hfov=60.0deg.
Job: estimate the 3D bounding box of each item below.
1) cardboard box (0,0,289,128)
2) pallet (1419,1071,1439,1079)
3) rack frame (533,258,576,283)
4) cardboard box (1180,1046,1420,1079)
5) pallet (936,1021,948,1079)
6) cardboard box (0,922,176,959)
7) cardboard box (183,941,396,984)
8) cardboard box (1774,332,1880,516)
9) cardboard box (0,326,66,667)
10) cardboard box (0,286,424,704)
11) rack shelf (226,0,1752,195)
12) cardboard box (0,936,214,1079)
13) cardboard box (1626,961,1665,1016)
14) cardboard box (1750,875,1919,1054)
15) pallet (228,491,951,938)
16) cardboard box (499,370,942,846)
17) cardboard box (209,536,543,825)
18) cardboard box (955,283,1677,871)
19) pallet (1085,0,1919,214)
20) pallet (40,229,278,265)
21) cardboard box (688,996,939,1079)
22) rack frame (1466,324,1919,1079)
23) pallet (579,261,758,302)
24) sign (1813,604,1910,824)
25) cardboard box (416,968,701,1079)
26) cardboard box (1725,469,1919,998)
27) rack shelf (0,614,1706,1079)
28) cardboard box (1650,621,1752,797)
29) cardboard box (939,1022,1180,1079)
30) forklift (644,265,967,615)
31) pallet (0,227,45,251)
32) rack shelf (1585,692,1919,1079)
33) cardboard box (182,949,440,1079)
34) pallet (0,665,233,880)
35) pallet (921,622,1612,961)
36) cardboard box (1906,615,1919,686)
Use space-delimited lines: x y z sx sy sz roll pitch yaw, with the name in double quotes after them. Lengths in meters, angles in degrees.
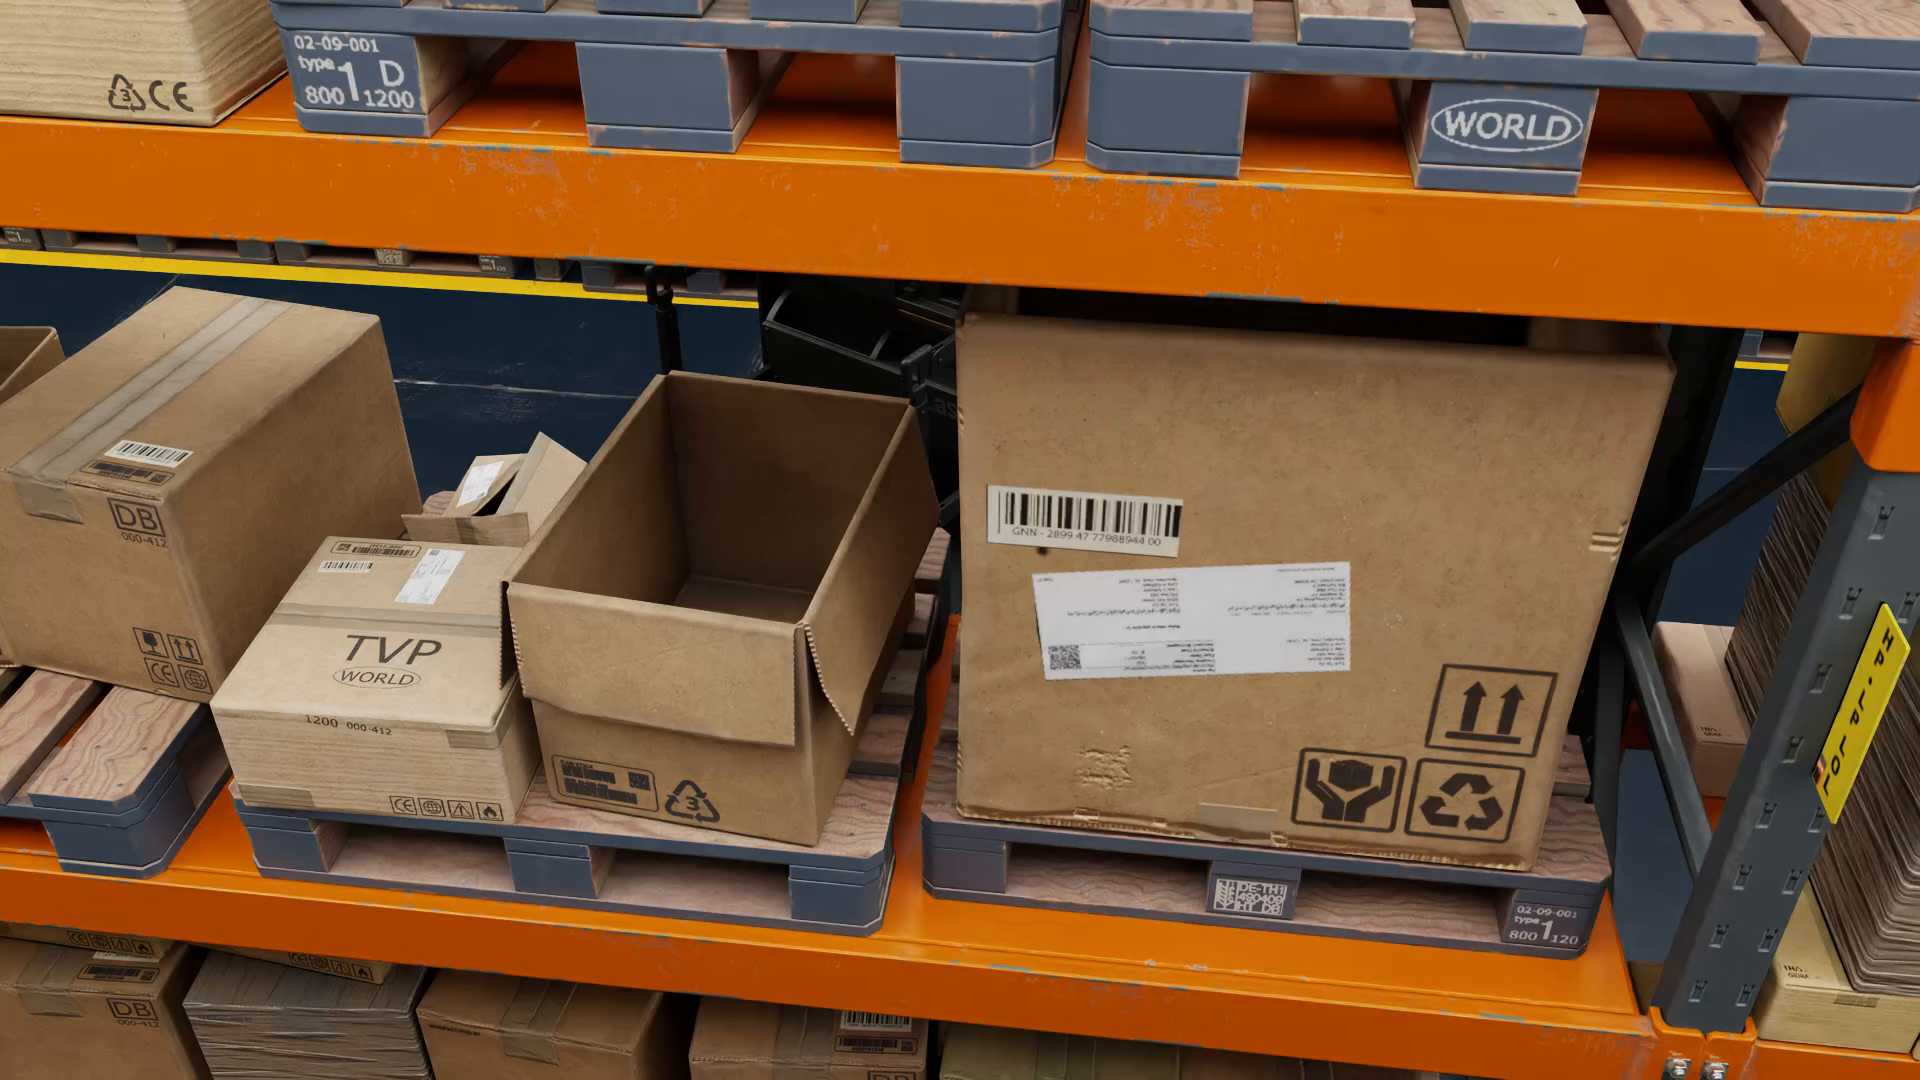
-1.190 -0.806 2.344 0.500 0.250 0.500 5 36 7 "cardboard box"
0.551 1.476 4.000 1.213 0.211 1.003 4 36 6 "pallet"
-1.912 -2.748 7.519 0.127 3.000 1.000 4 36 6 "rack frame"
0.717 1.178 3.790 0.500 0.500 0.700 2 36 2 "cardboard box"
-0.662 1.387 4.124 1.213 0.211 1.003 4 36 6 "pallet"
-1.975 0.667 3.860 0.500 0.250 0.500 6 36 8 "cardboard box"
-1.448 0.701 3.814 0.500 0.250 0.500 8 36 11 "cardboard box"
1.805 -0.296 2.880 0.500 0.500 0.500 4 36 6 "cardboard box"
-2.103 -0.093 3.350 0.500 0.500 0.500 0 36 0 "cardboard box"
-1.537 -0.109 3.373 0.500 0.500 0.700 9 37 13 "cardboard box"
-0.660 -0.787 2.578 3.809 0.052 0.919 4 36 6 "rack shelf"
-1.977 0.978 4.070 0.500 0.500 0.700 2 36 3 "cardboard box"
1.715 1.297 3.641 0.500 0.500 0.500 3 36 5 "cardboard box"
1.499 0.689 2.918 0.250 0.149 0.380 4 36 6 "cardboard box"
-0.675 0.303 3.409 1.213 0.211 1.003 4 36 6 "pallet"
-0.407 0.110 3.063 0.637 0.503 0.797 8 36 11 "cardboard box"
-1.011 0.249 3.087 0.500 0.250 0.500 3 36 5 "cardboard box"
0.554 -0.157 3.009 1.000 1.000 1.000 4 36 6 "cardboard box"
0.725 -0.854 2.444 1.003 0.211 1.213 4 36 6 "pallet"
-3.893 -1.764 8.540 1.213 0.211 1.003 4 36 6 "pallet"
-0.308 1.091 3.912 0.500 0.500 0.700 1 36 2 "cardboard box"
1.324 0.398 3.110 0.127 3.000 1.000 4 36 6 "rack frame"
-1.139 -1.512 8.186 1.213 0.211 1.003 4 36 6 "pallet"
1.257 0.247 2.326 0.005 0.325 0.100 4 36 6 "sign"
-0.862 1.050 3.970 0.500 0.500 0.700 7 36 10 "cardboard box"
1.762 0.305 2.898 0.500 0.500 0.875 4 36 6 "cardboard box"
-0.660 0.543 3.527 4.000 0.370 1.077 4 36 6 "rack shelf"
1.574 0.347 3.398 0.250 0.149 0.380 4 36 6 "cardboard box"
0.247 1.132 3.854 0.500 0.500 0.700 4 36 6 "cardboard box"
-2.102 0.697 2.750 1.550 2.935 9.518 23 41 29 "forklift"
-5.107 -1.853 8.664 1.213 0.211 1.003 4 36 6 "pallet"
3.307 0.839 3.112 4.000 0.370 1.077 4 36 6 "rack shelf"
-1.425 1.012 4.023 0.500 0.500 0.700 1 36 2 "cardboard box"
-1.923 0.171 3.593 1.003 0.211 1.213 4 36 6 "pallet"
0.584 0.336 3.363 1.213 0.211 1.003 4 36 6 "pallet"
1.738 0.009 2.453 0.500 0.500 0.500 4 36 6 "cardboard box"
